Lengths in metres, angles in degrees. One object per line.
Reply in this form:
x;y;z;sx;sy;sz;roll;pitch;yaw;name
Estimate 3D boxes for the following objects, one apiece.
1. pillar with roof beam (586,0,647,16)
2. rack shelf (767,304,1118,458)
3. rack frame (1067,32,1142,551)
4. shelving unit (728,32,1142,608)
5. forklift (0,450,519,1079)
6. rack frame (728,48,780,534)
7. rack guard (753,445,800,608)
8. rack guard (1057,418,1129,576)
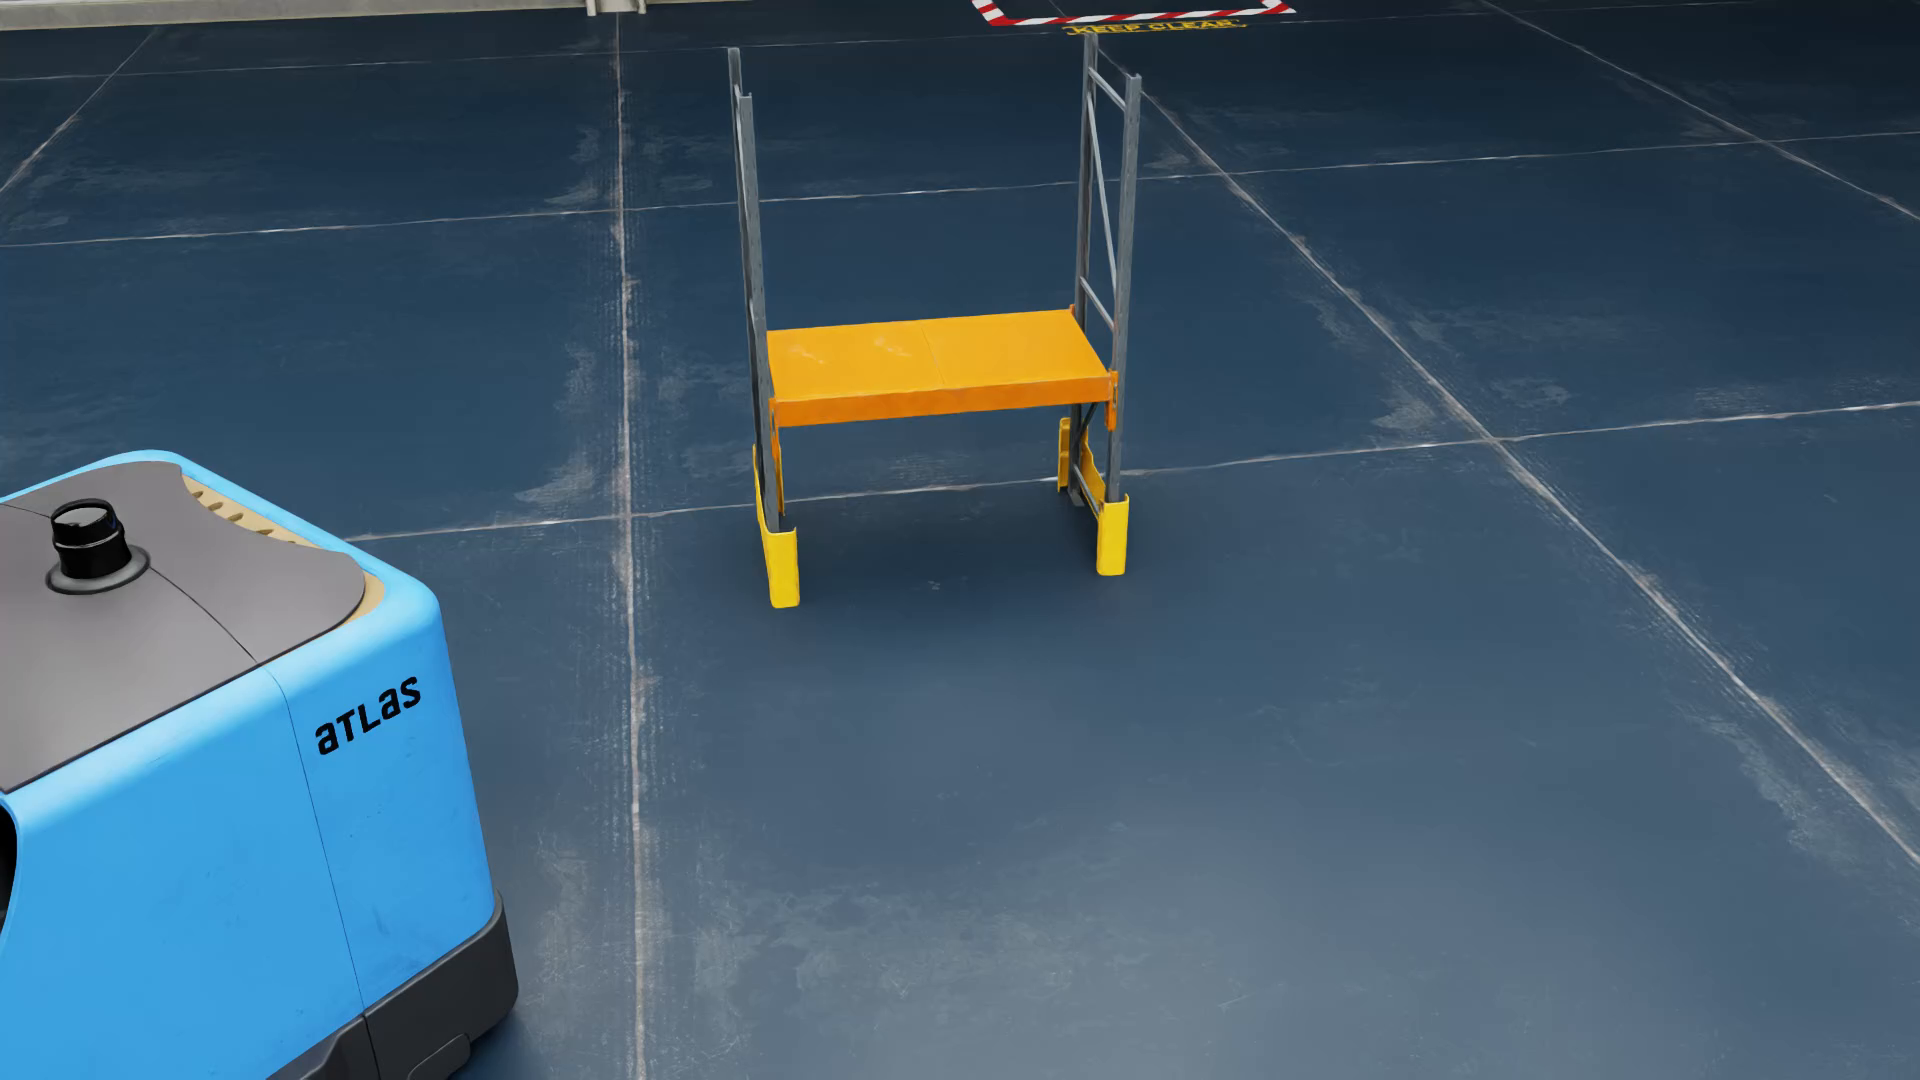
-1.591;-5.394;5.545;0.400;9.000;9.100;-5;31;-9;pillar with roof beam
-0.084;-0.484;4.948;1.000;0.185;0.538;-5;31;-9;rack shelf
0.416;-0.685;4.936;0.032;1.500;0.500;-5;31;-9;rack frame
-0.075;-0.640;4.858;1.083;1.500;0.587;-5;31;-9;shelving unit
-2.226;0.190;2.035;1.130;2.935;3.031;21;37;32;forklift
-0.584;-0.592;4.778;0.032;1.500;0.500;-5;31;-9;rack frame
-0.565;-0.055;5.097;0.087;0.250;0.587;-5;31;-9;rack guard
0.415;-0.146;5.252;0.087;0.250;0.587;-5;31;-9;rack guard
